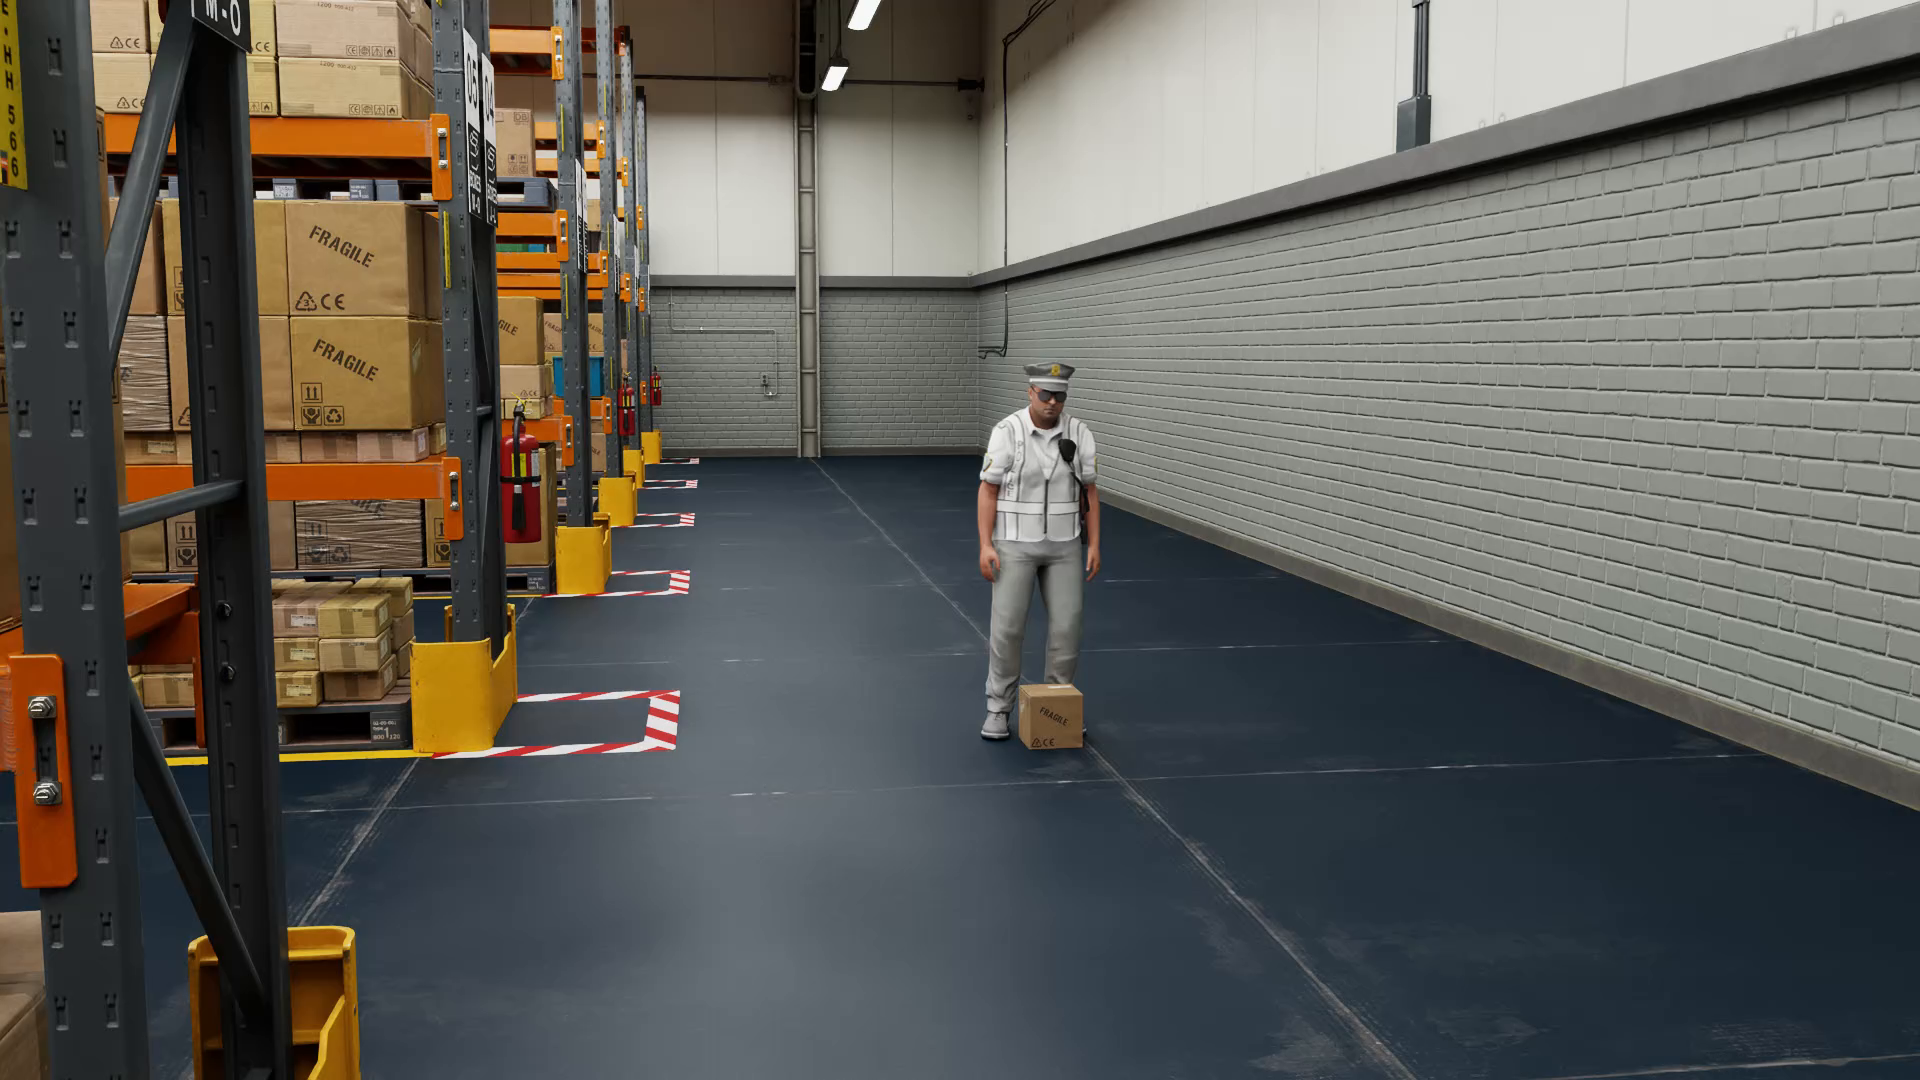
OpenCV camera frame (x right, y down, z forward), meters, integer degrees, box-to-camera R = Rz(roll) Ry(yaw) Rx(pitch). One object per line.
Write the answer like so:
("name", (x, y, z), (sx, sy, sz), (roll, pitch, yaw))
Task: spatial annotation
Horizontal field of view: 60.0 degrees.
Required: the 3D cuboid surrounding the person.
("person", (0.372, 0.037, 7.849), (0.594, 1.748, 0.434), (-1, 7, -10))
